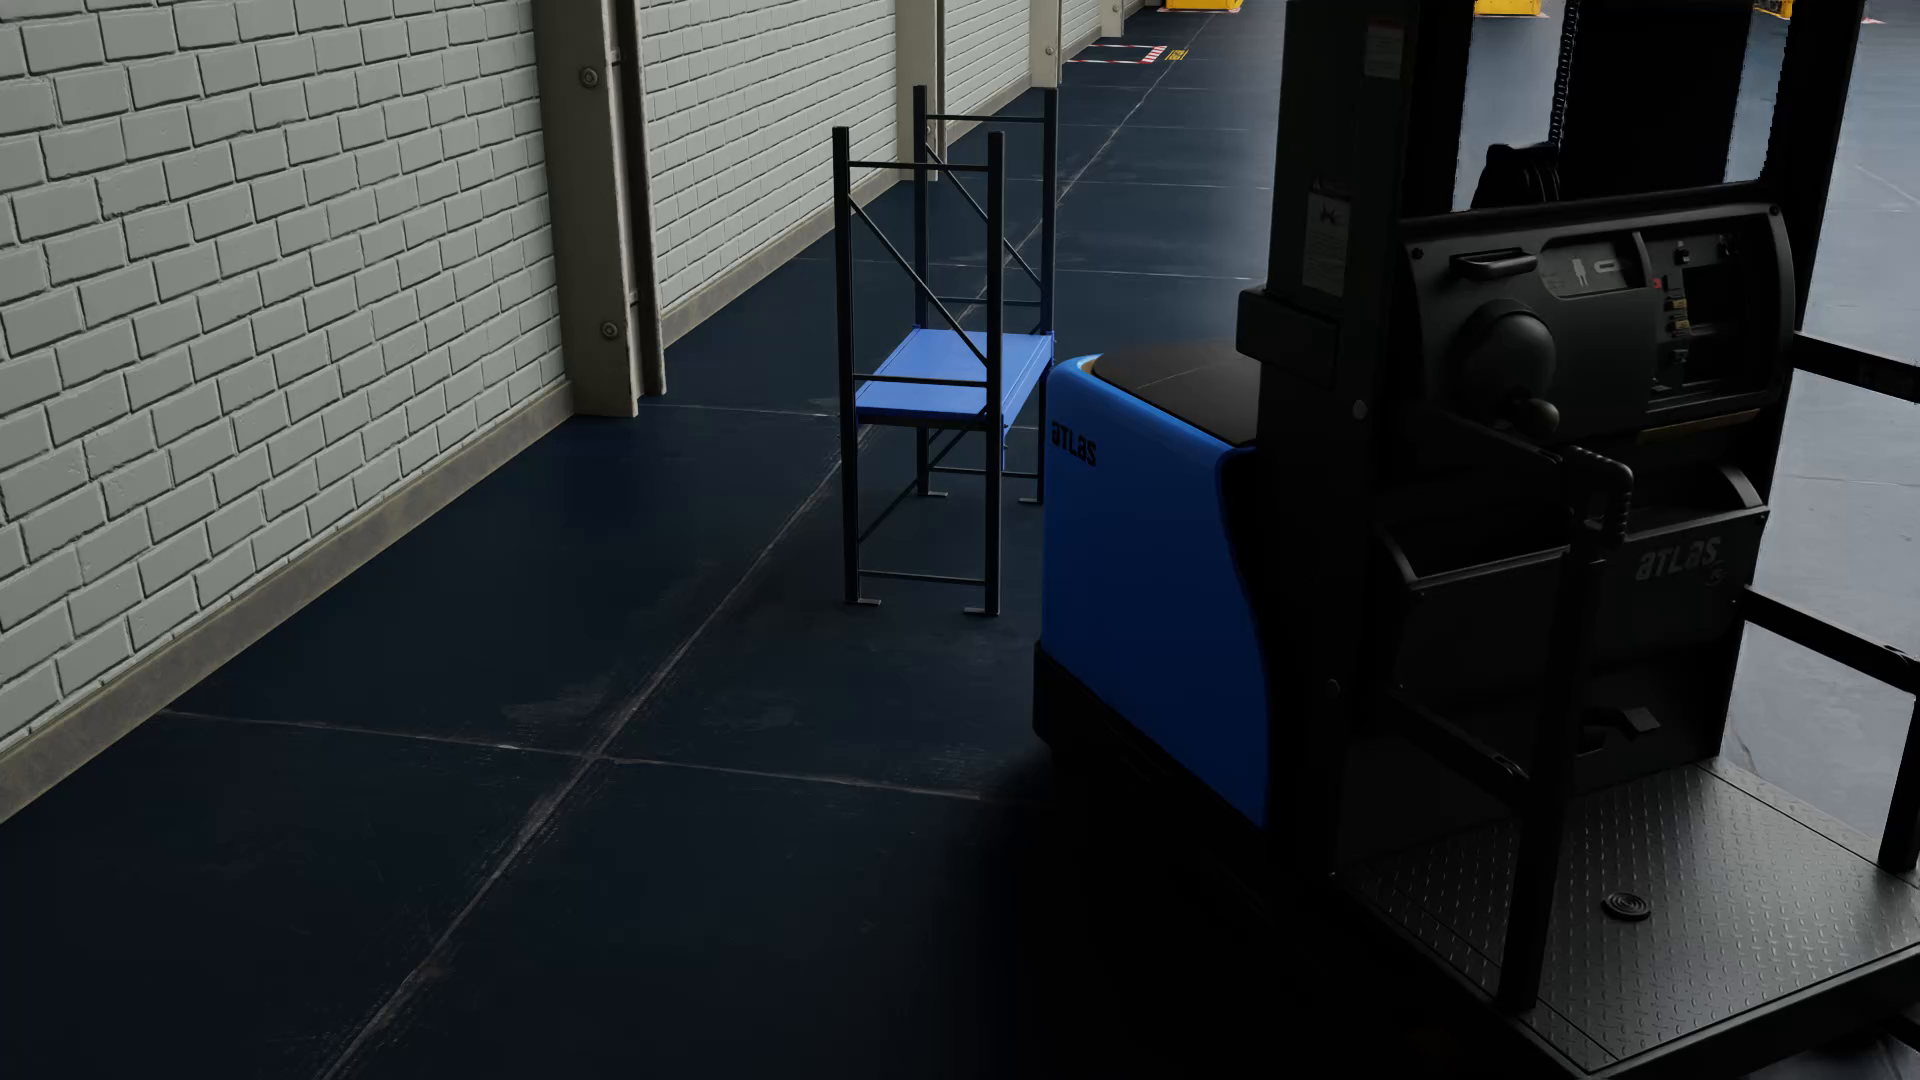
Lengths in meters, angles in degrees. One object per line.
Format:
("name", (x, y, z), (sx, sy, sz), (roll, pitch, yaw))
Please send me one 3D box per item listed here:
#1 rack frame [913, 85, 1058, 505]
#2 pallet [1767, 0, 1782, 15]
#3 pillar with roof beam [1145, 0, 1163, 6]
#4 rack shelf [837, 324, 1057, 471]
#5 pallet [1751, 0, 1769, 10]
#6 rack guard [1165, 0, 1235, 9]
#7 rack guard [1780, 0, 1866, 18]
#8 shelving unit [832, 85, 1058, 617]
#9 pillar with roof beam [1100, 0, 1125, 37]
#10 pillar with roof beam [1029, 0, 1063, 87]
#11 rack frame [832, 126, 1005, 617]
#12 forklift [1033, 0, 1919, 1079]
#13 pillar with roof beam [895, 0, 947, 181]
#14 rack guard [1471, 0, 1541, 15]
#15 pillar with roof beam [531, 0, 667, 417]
("rack frame", (0.086, -0.850, 5.958), (0.500, 1.500, 0.032), (4, 22, 11))
("pallet", (13.923, -8.738, 27.268), (1.003, 0.211, 1.213), (4, 22, 11))
("pillar with roof beam", (7.595, -13.236, 26.672), (9.100, 9.000, 0.400), (4, 22, 11))
("rack shelf", (-0.017, -0.498, 5.563), (0.538, 0.185, 1.000), (4, 22, 11))
("pallet", (14.174, -9.183, 28.373), (1.003, 0.211, 1.213), (4, 22, 11))
("rack guard", (4.100, -9.327, 28.344), (1.175, 0.500, 0.348), (4, 22, 11))
("rack guard", (13.752, -8.576, 26.478), (1.175, 0.500, 0.348), (4, 22, 11))
("shelving unit", (-0.017, -0.665, 5.496), (0.538, 1.500, 1.048), (4, 22, 11))
("pillar with roof beam", (6.370, -11.041, 21.223), (9.100, 9.000, 0.400), (4, 22, 11))
("pillar with roof beam", (5.146, -8.847, 15.775), (9.100, 9.000, 0.400), (4, 22, 11))
("rack frame", (-0.121, -0.479, 5.034), (0.500, 1.500, 0.032), (4, 22, 11))
("forklift", (1.294, -0.391, 2.902), (1.130, 2.935, 3.031), (-10, 24, -24))
("pillar with roof beam", (3.922, -6.653, 10.326), (9.100, 9.000, 0.400), (4, 22, 11))
("rack guard", (8.929, -8.914, 27.319), (1.175, 0.500, 0.348), (4, 22, 11))
("pillar with roof beam", (2.697, -4.458, 4.878), (9.100, 9.000, 0.400), (4, 22, 11))
